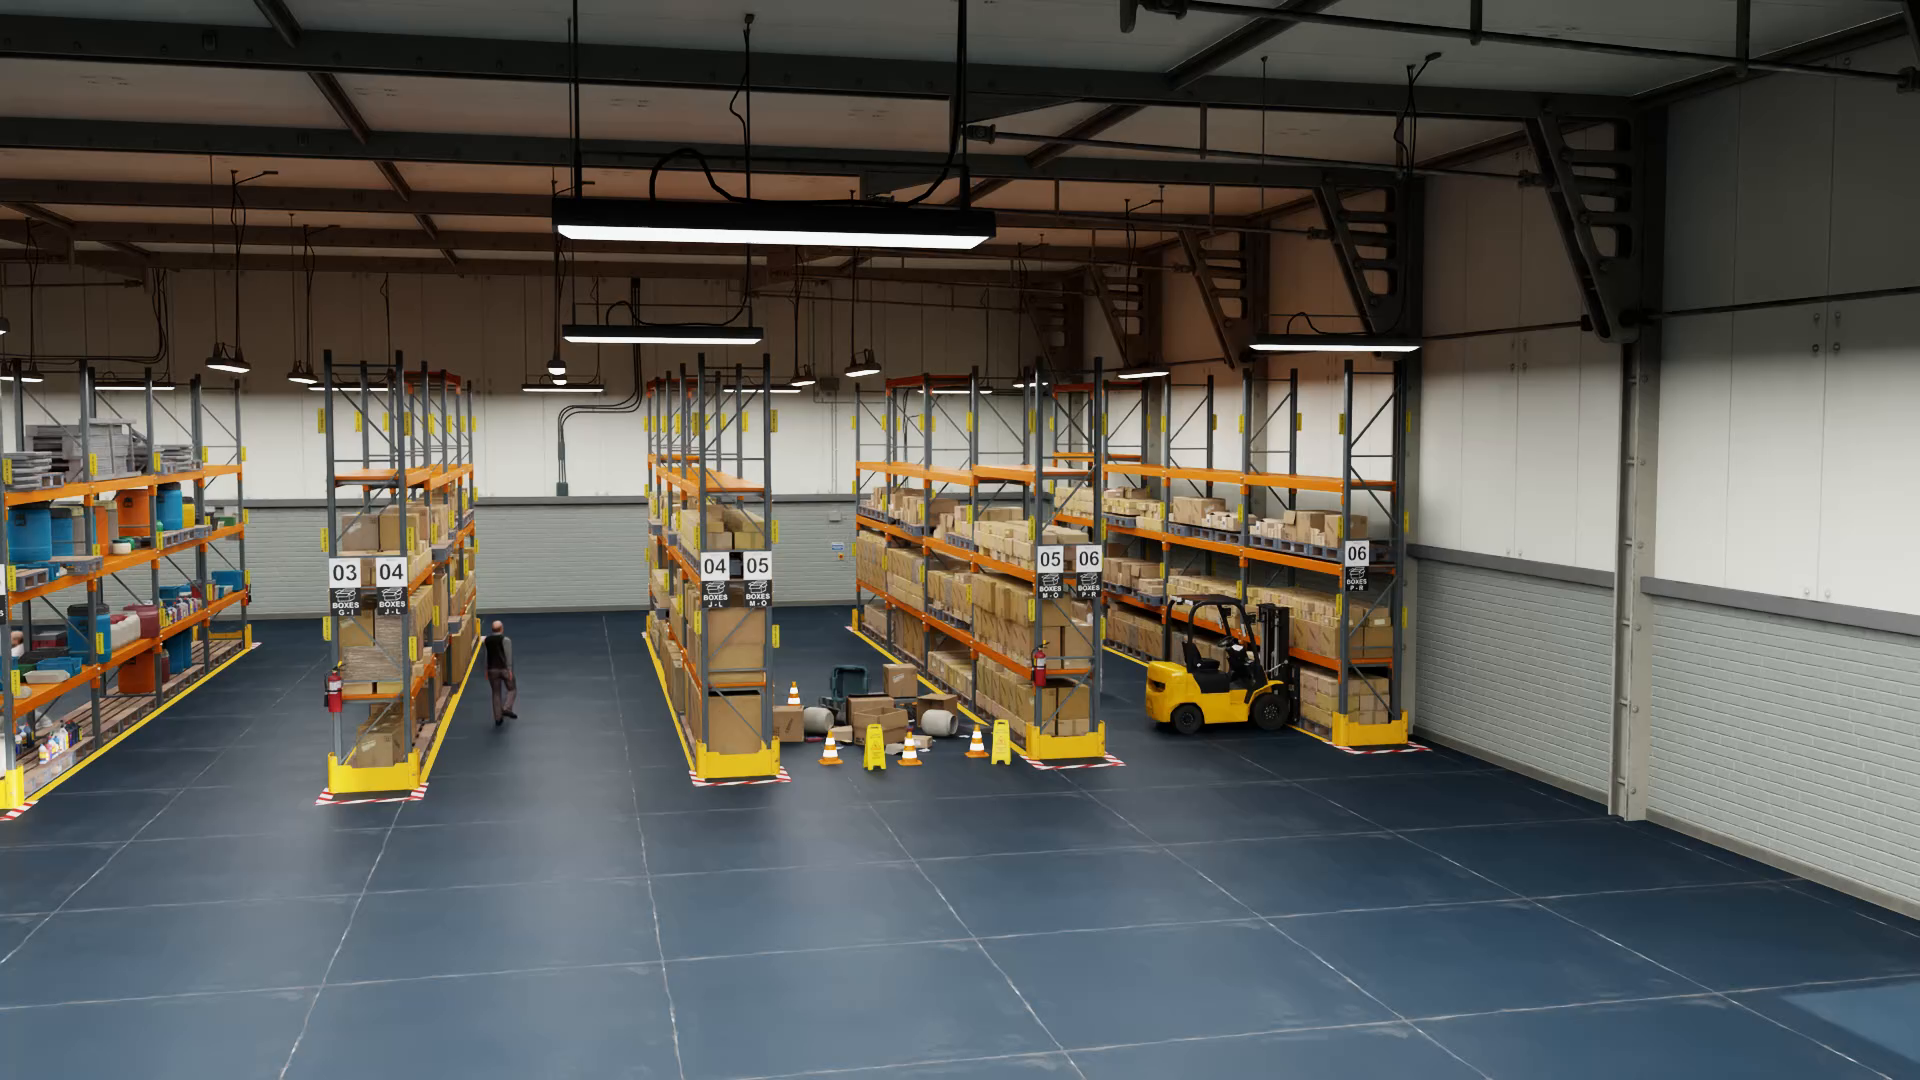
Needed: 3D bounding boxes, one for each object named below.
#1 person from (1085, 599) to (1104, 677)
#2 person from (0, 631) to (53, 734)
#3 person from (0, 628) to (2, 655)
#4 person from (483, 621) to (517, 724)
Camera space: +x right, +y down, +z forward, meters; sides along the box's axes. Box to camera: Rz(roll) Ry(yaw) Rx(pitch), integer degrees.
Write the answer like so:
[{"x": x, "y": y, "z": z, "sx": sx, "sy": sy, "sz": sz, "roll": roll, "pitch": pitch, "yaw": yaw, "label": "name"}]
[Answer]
[{"x": 2.522, "y": 1.849, "z": 31.242, "sx": 0.454, "sy": 1.514, "sz": 0.697, "roll": -1, "pitch": 4, "yaw": -19, "label": "person"}, {"x": -14.928, "y": 2.296, "z": 26.275, "sx": 1.107, "sy": 1.725, "sz": 0.578, "roll": 1, "pitch": 4, "yaw": 9, "label": "person"}, {"x": -18.265, "y": 1.975, "z": 31.382, "sx": 0.431, "sy": 1.638, "sz": 0.989, "roll": -2, "pitch": 4, "yaw": -23, "label": "person"}, {"x": -7.694, "y": 2.206, "z": 27.783, "sx": 0.579, "sy": 1.710, "sz": 0.478, "roll": 0, "pitch": 4, "yaw": -3, "label": "person"}]
